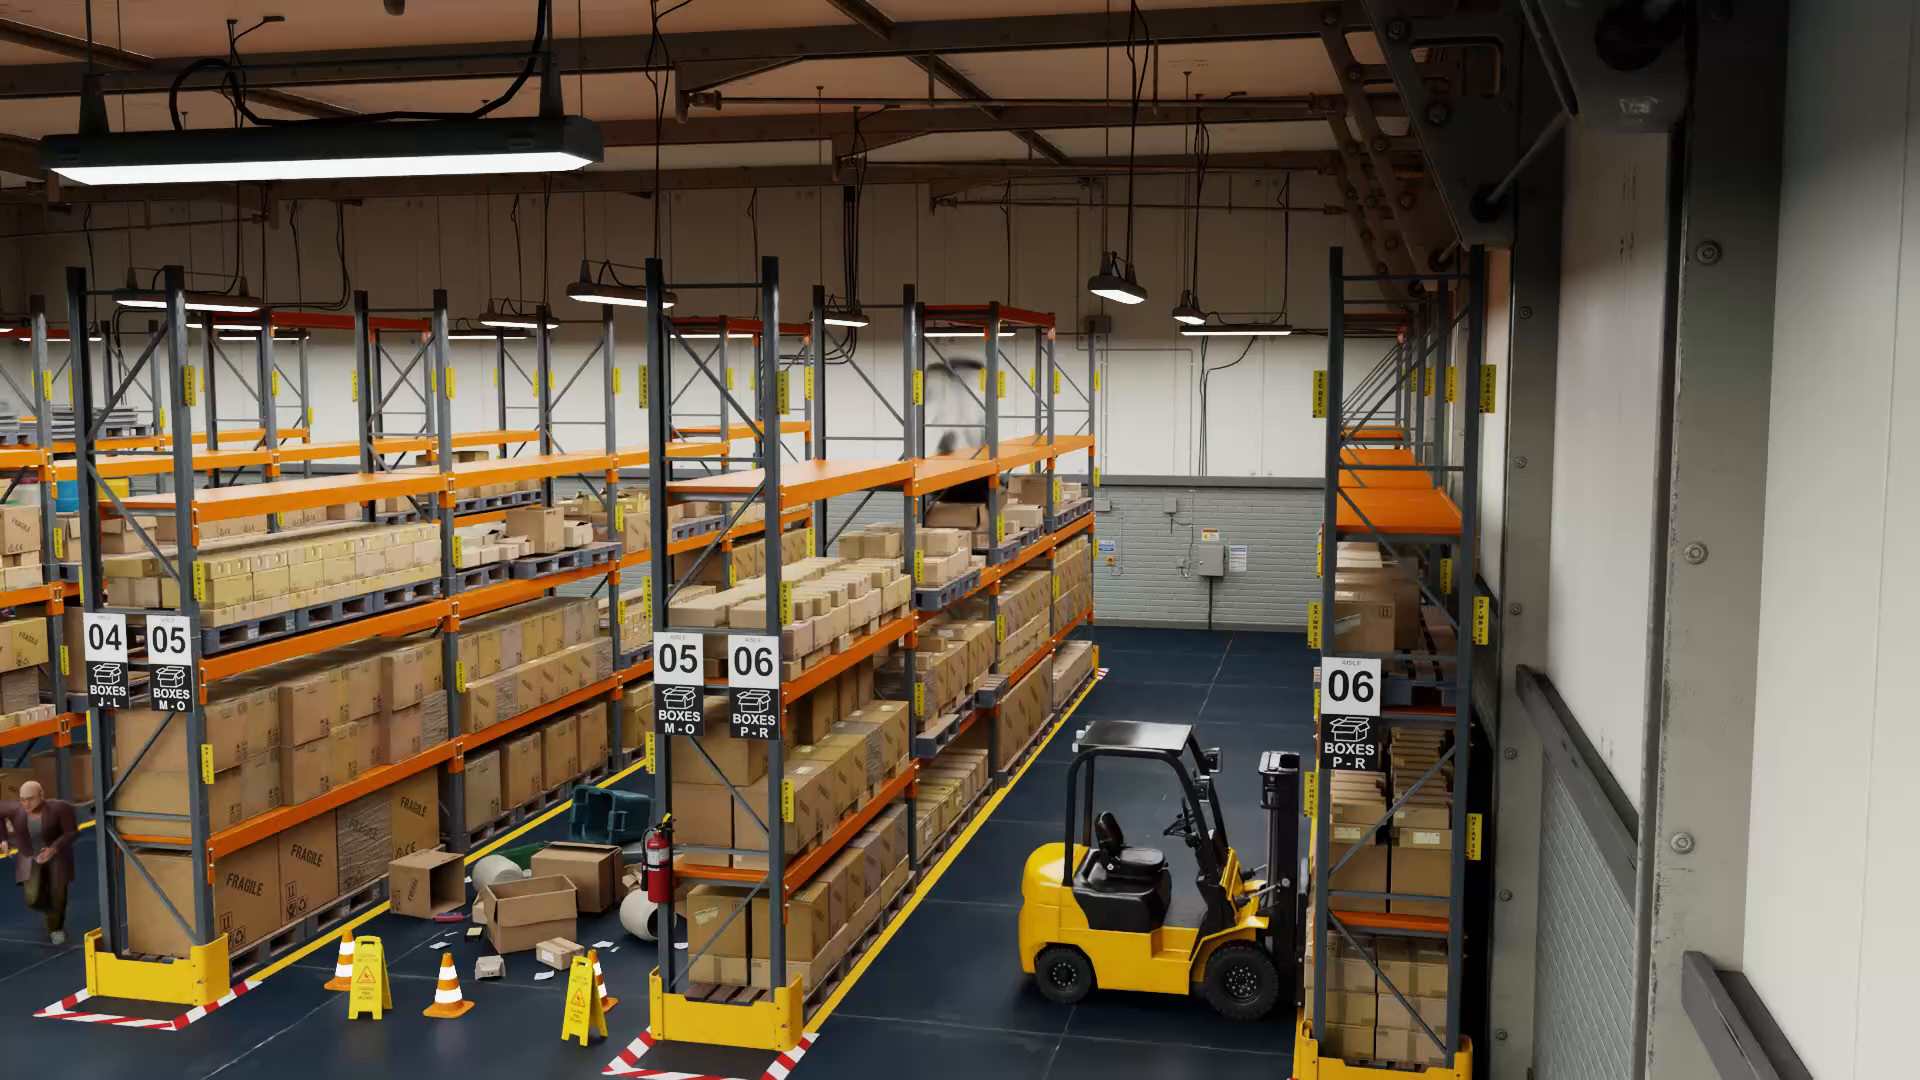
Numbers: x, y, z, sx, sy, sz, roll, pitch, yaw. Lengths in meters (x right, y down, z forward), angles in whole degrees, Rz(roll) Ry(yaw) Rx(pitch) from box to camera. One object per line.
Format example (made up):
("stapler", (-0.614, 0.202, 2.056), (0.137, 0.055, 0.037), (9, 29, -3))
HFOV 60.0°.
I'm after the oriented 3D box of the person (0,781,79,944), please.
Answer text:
("person", (-8.237, 2.884, 14.814), (0.736, 1.598, 0.842), (-2, 6, -17))
